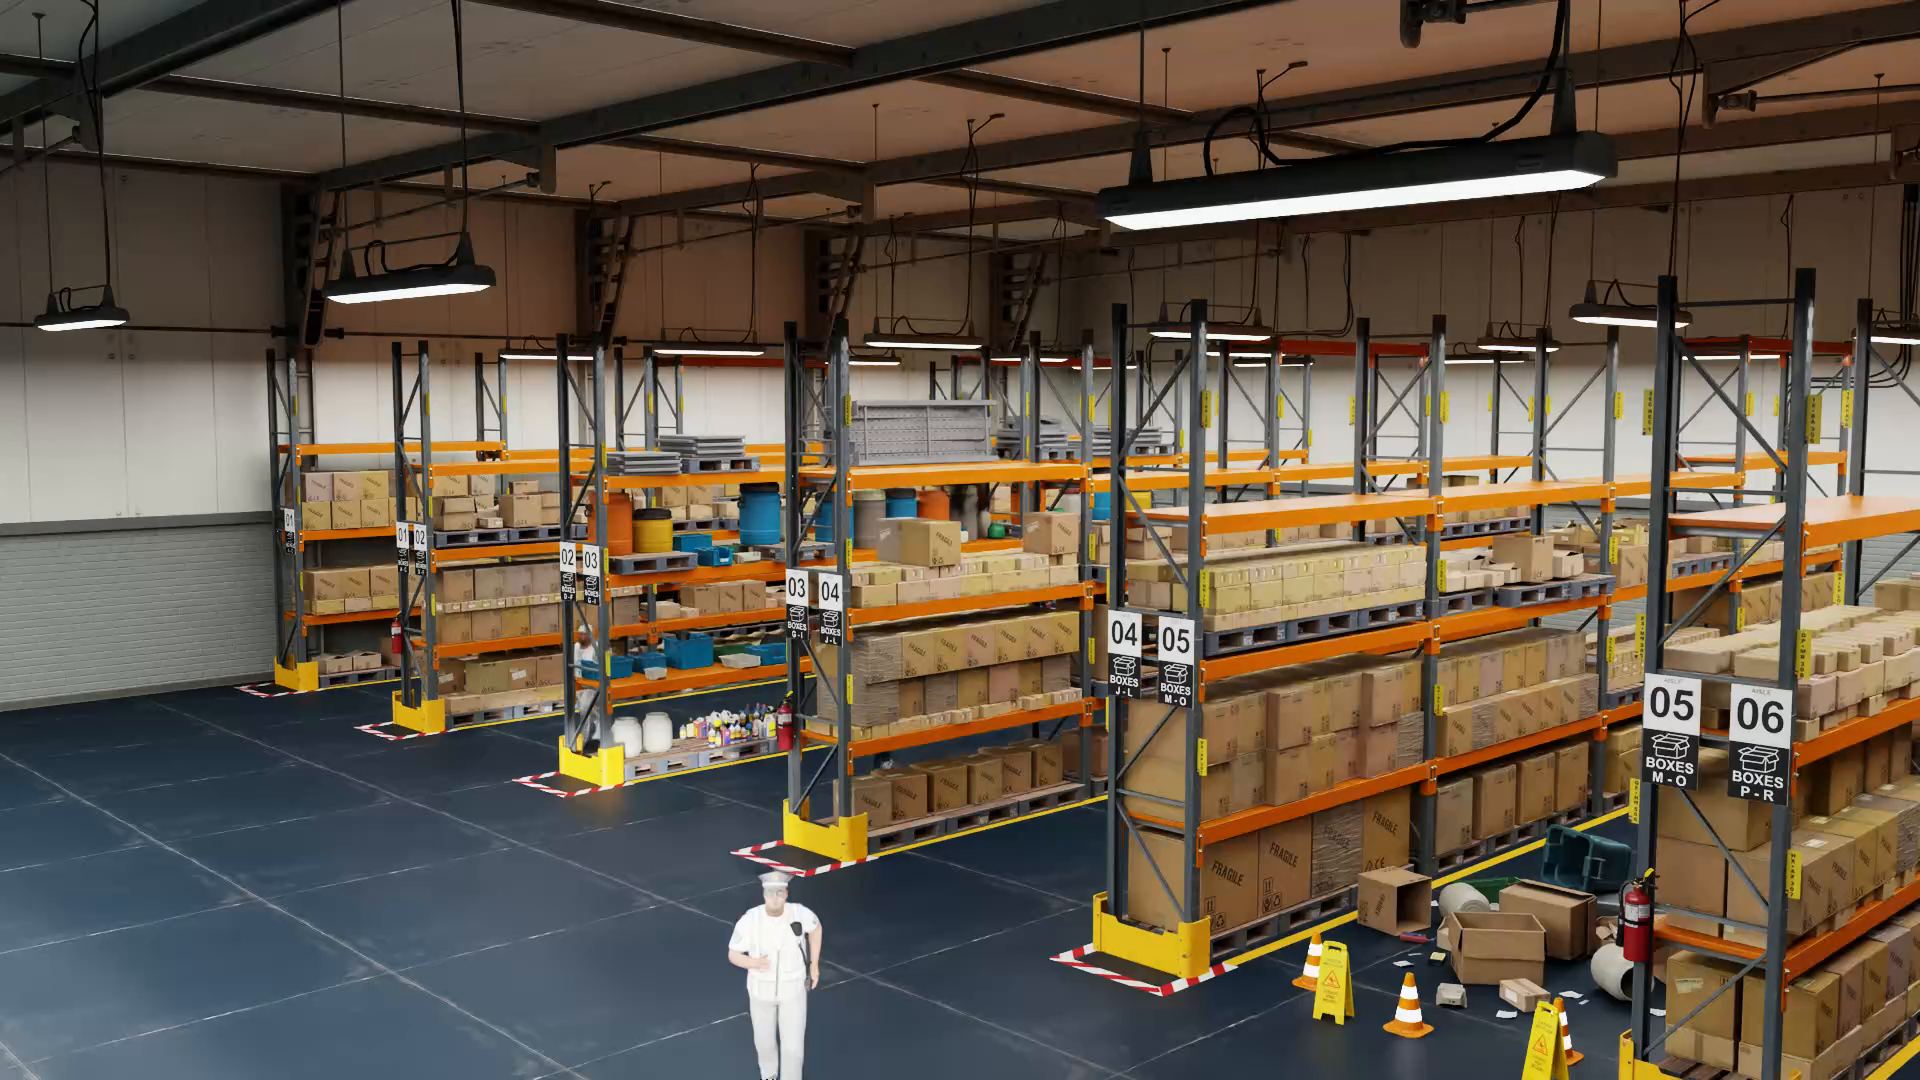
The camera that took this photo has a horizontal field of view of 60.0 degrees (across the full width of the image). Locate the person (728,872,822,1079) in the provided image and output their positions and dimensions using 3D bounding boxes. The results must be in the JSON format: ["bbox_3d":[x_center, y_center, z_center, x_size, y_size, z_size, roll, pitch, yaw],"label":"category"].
[{"bbox_3d":[-1.319,3.257,11.898,0.652,1.863,0.832,0,5,-4],"label":"person"}]

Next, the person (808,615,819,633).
[{"bbox_3d":[-2.925,1.425,33.742,0.729,1.743,0.594,-5,7,-42],"label":"person"}]

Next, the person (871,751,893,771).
[{"bbox_3d":[-1.095,2.418,22.343,0.515,1.632,0.785,3,6,29],"label":"person"}]

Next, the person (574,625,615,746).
[{"bbox_3d":[-5.479,2.136,24.441,0.704,1.813,0.906,3,6,30],"label":"person"}]
